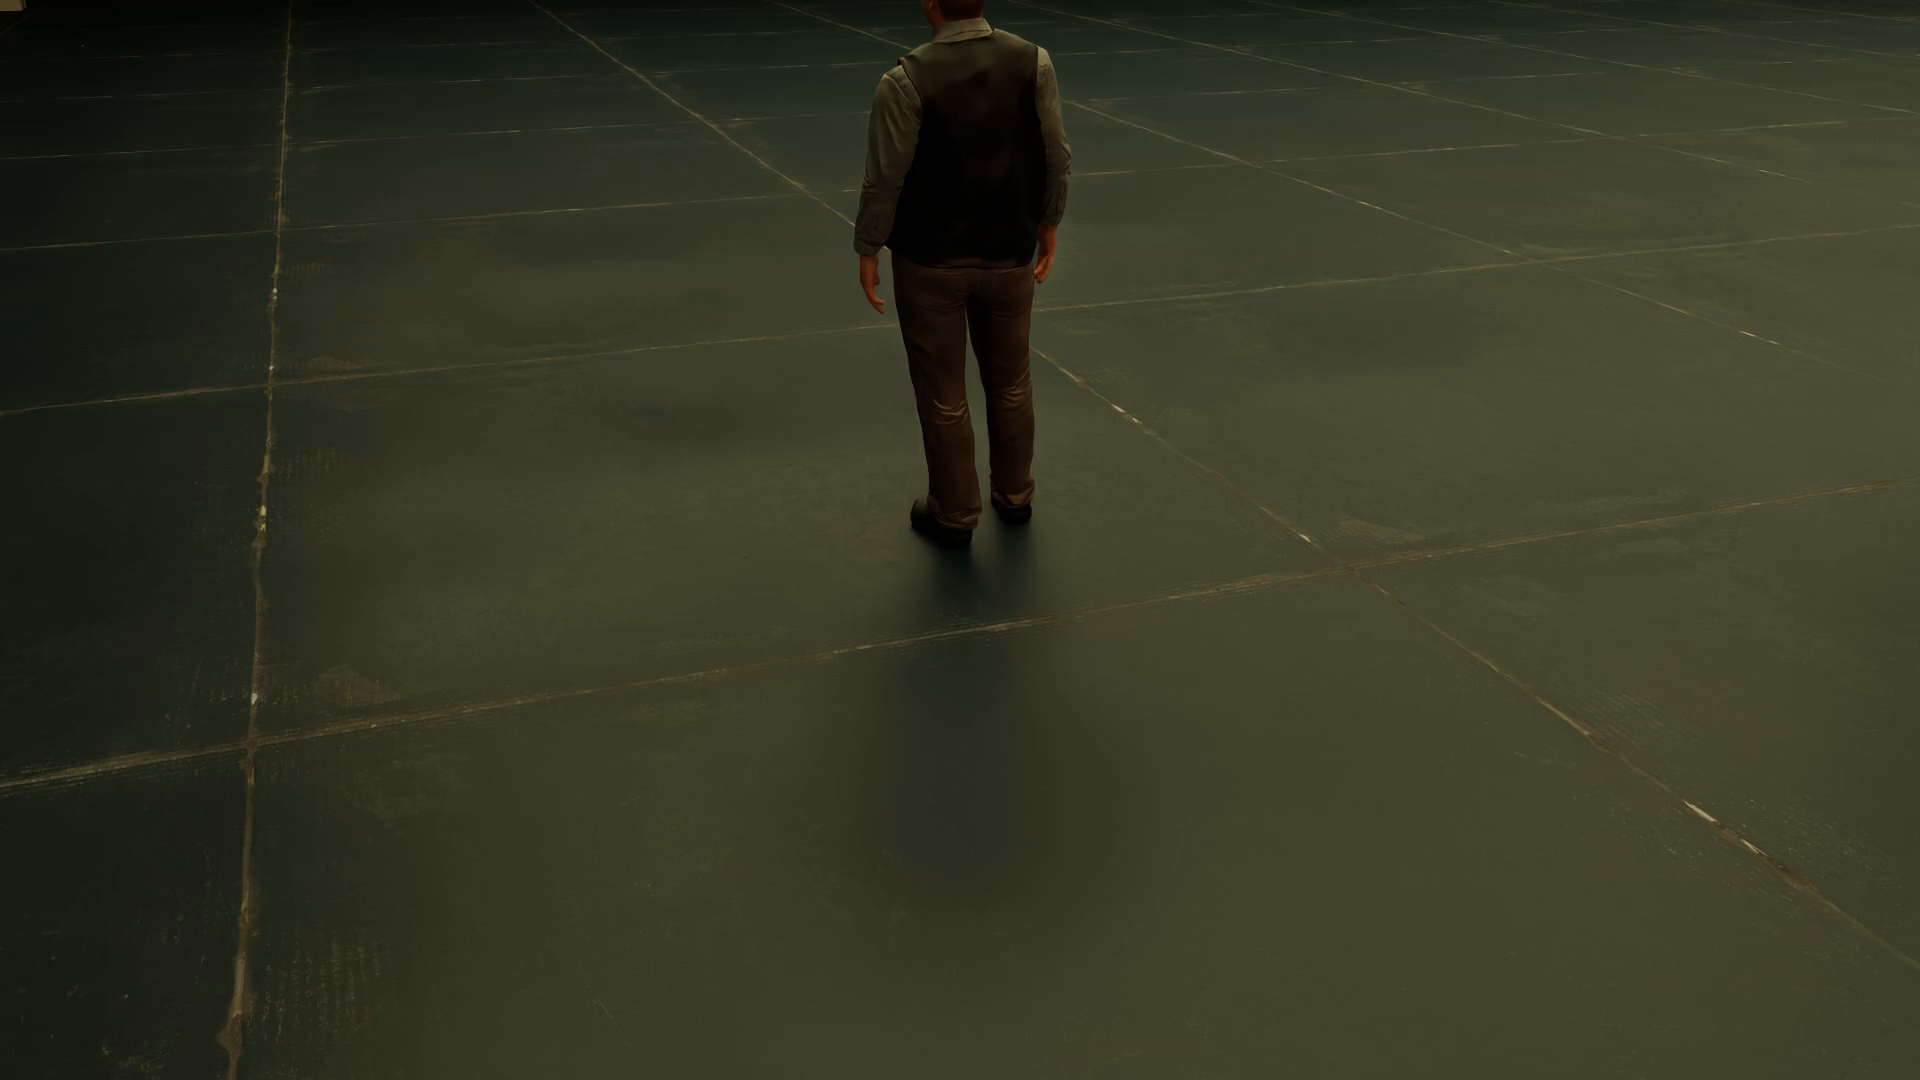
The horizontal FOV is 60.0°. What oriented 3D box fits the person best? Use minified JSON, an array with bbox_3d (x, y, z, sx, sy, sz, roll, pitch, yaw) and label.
[{"bbox_3d":[-0.013,-0.824,4.799,0.632,1.720,0.568,-8,24,-18],"label":"person"}]
